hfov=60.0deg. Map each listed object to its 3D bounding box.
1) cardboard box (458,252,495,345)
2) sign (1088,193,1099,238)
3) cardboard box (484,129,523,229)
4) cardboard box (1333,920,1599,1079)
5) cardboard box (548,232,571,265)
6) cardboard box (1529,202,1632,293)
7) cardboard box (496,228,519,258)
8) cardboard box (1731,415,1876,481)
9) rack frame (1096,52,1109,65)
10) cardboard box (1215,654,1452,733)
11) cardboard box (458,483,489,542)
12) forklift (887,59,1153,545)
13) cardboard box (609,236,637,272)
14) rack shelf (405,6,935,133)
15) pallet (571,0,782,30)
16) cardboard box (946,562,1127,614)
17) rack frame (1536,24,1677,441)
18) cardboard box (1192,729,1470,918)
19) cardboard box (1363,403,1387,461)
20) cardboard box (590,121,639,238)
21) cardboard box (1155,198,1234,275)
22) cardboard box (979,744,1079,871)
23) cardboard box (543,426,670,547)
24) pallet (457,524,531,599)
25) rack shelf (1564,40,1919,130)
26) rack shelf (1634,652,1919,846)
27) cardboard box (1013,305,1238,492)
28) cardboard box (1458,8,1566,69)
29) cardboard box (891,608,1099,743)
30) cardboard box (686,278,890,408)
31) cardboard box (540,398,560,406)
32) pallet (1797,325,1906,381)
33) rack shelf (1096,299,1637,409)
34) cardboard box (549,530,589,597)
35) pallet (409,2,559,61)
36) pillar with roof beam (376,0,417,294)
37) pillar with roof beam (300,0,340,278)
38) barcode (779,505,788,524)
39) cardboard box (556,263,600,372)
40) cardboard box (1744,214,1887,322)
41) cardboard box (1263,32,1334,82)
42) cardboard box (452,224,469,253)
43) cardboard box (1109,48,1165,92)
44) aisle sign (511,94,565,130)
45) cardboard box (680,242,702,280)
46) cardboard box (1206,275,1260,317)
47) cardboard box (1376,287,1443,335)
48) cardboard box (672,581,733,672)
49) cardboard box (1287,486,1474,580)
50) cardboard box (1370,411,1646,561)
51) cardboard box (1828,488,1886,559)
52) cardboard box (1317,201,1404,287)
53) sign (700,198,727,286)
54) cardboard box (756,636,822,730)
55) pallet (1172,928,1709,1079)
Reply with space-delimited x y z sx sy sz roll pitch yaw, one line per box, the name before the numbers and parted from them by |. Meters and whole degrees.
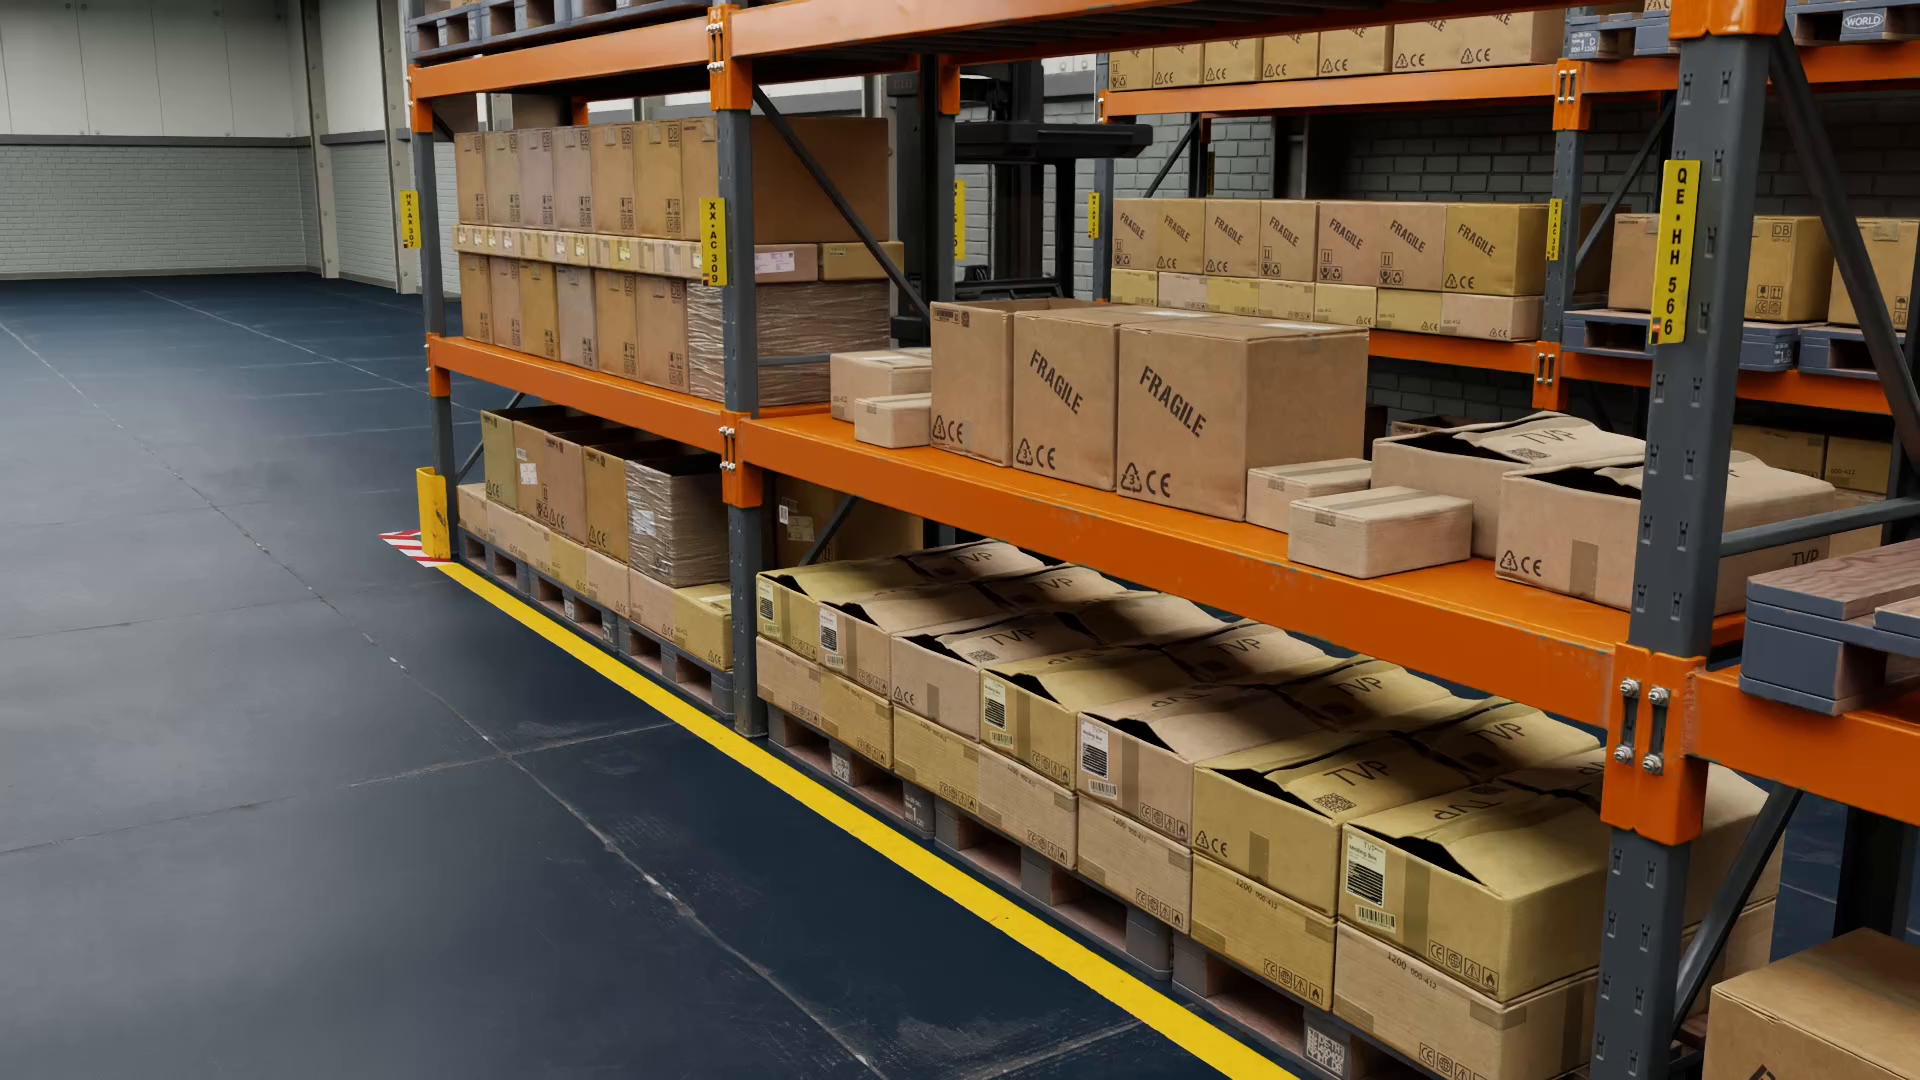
cardboard box | -2.437 -1.405 9.531 0.700 0.500 0.500 -8 15 -33
sign | 0.985 -2.386 12.227 0.100 0.325 0.005 -8 15 -33
cardboard box | -2.112 -1.937 8.925 0.700 0.500 0.500 -9 15 -34
cardboard box | 1.253 1.055 3.967 0.500 0.250 0.500 -8 15 -31
cardboard box | -1.796 -1.438 8.162 0.380 0.149 0.250 -8 15 -32
cardboard box | 3.566 -1.727 9.789 0.500 0.500 0.500 -9 15 -34
cardboard box | -2.224 -1.575 8.790 0.380 0.149 0.250 -8 15 -34
cardboard box | 4.321 -0.470 8.554 0.500 0.250 0.500 -8 15 -34
rack frame | 1.437 -4.958 11.972 1.000 3.000 0.127 -8 15 -33
cardboard box | 1.123 0.535 5.035 0.500 0.311 0.500 -9 15 -34
cardboard box | -2.573 -0.181 9.621 0.500 0.250 0.500 -8 15 -33
forklift | 0.394 -1.328 9.573 1.130 2.935 3.031 -10 16 -38
cardboard box | -1.360 -1.299 7.529 0.380 0.149 0.250 -8 15 -33
rack shelf | -1.577 -2.199 8.059 1.077 0.370 4.000 -8 15 -33
pallet | -0.963 -2.300 7.044 1.003 0.211 1.213 -8 15 -33
cardboard box | 0.287 0.265 6.271 0.500 0.311 0.500 -8 14 -31
rack frame | 3.653 -1.316 9.360 1.000 3.000 0.127 -8 15 -33
cardboard box | 0.959 0.691 4.323 0.500 0.311 0.500 -8 15 -34
cardboard box | 2.426 -0.650 11.134 0.700 0.500 0.500 -9 15 -36
cardboard box | -1.278 -1.669 7.702 0.700 0.500 0.500 -8 15 -33
cardboard box | 1.716 -2.121 11.588 0.500 0.500 0.500 -8 15 -33
cardboard box | 0.401 0.783 5.212 0.500 0.250 0.500 -8 15 -32
cardboard box | -1.744 -0.280 8.320 0.500 0.500 0.500 -8 15 -33
pallet | -2.227 0.052 9.627 1.003 0.211 1.213 -8 15 -33
rack shelf | 4.761 -2.075 7.490 1.077 0.370 4.000 -8 15 -33
rack shelf | 2.855 0.689 1.873 1.077 0.370 4.000 -8 15 -33
cardboard box | 0.512 -0.457 5.196 0.500 0.500 0.500 -8 15 -33
cardboard box | 3.166 -2.901 9.306 0.500 0.500 0.500 -8 14 -31
cardboard box | 0.113 0.419 5.563 0.500 0.311 0.500 -9 15 -35
cardboard box | -0.720 -0.856 7.022 0.700 0.500 0.500 -9 15 -34
cardboard box | -2.140 -0.609 9.822 0.500 0.500 0.500 -8 15 -33
pallet | 4.738 -0.858 7.715 1.003 0.211 1.213 -8 15 -33
rack shelf | 2.545 -1.321 11.063 1.077 0.370 4.000 -8 15 -33
cardboard box | -1.744 0.086 8.400 0.500 0.250 0.500 -8 15 -33
pallet | -2.315 -2.734 9.029 1.003 0.211 1.213 -8 15 -33
pillar with roof beam | -14.337 -8.695 29.059 9.100 9.000 0.400 -8 15 -33
pillar with roof beam | -17.661 -9.762 33.939 9.100 9.000 0.400 -8 15 -33
barcode | -0.674 -0.097 6.360 0.001 0.075 0.075 -8 15 -33
cardboard box | -1.577 -1.130 8.274 0.700 0.500 0.500 -8 14 -31
cardboard box | 4.210 -1.385 8.411 0.700 0.500 0.500 -6 14 -27
cardboard box | 2.287 -3.178 10.572 0.500 0.500 0.500 -7 14 -29
cardboard box | -2.647 -1.711 9.413 0.380 0.149 0.250 -8 15 -33
cardboard box | 1.414 -3.463 11.872 0.500 0.500 0.500 -8 14 -31
aisle sign | -2.477 -2.757 9.863 0.394 0.787 0.004 -8 15 -33
cardboard box | -0.933 -1.162 6.903 0.380 0.149 0.250 -8 15 -34
cardboard box | 2.019 -1.658 11.226 0.500 0.250 0.500 -8 15 -34
cardboard box | 2.869 -1.391 10.005 0.500 0.250 0.500 -8 15 -33
cardboard box | -0.908 0.352 7.183 0.500 0.250 0.500 -8 15 -33
cardboard box | 1.019 -0.022 4.031 0.380 0.149 0.250 -8 15 -33
cardboard box | 1.413 -0.156 4.264 0.500 0.311 0.500 -8 15 -33
cardboard box | 4.652 0.000 8.160 0.700 0.500 0.500 -8 15 -32
cardboard box | 2.582 -1.846 10.329 0.500 0.500 0.500 -9 15 -34
sign | -0.930 -1.125 6.273 0.100 0.325 0.005 -8 15 -33
cardboard box | -0.452 0.510 6.462 0.500 0.250 0.500 -9 15 -34
pallet | 1.323 1.193 4.411 1.003 0.211 1.213 -8 15 -33
